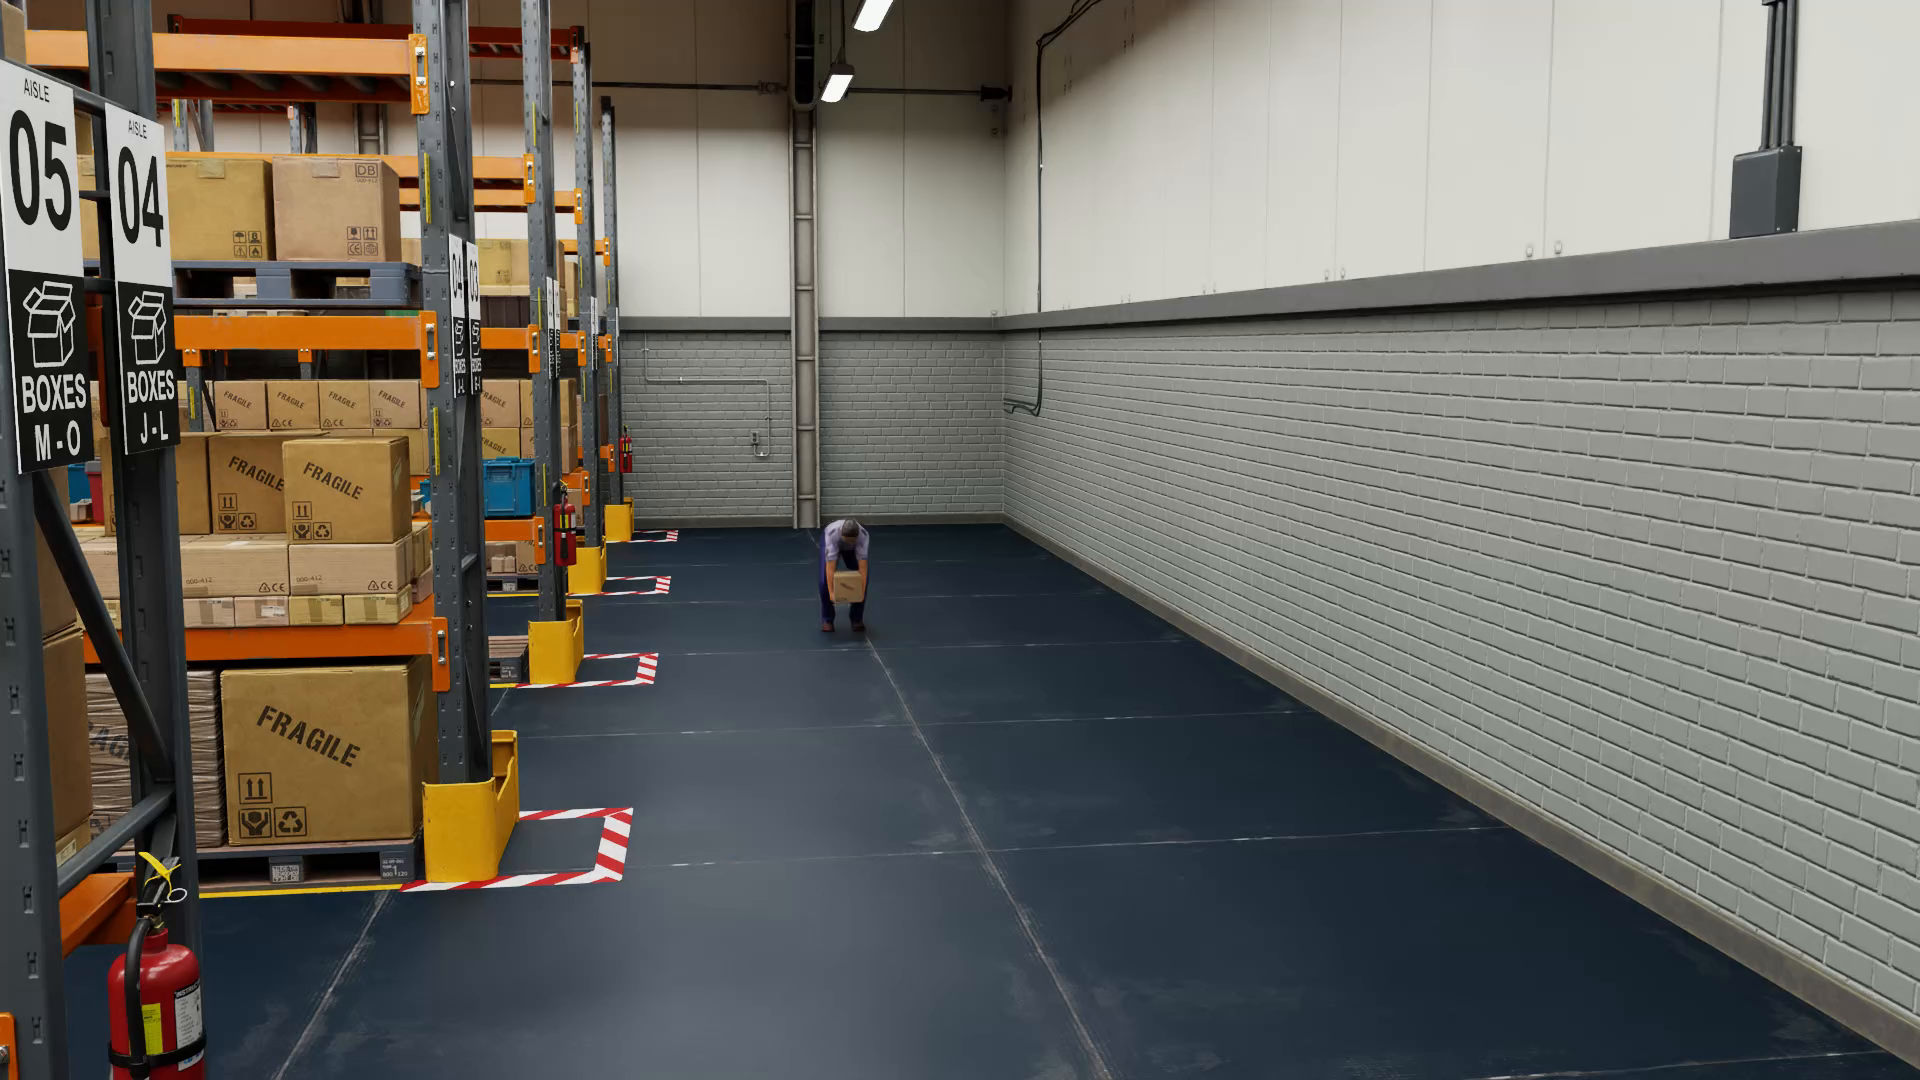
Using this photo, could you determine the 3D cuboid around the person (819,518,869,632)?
[{"bbox_3d":[-1.070,0.322,15.482,0.470,1.111,0.898,-1,7,-11],"label":"person"}]
